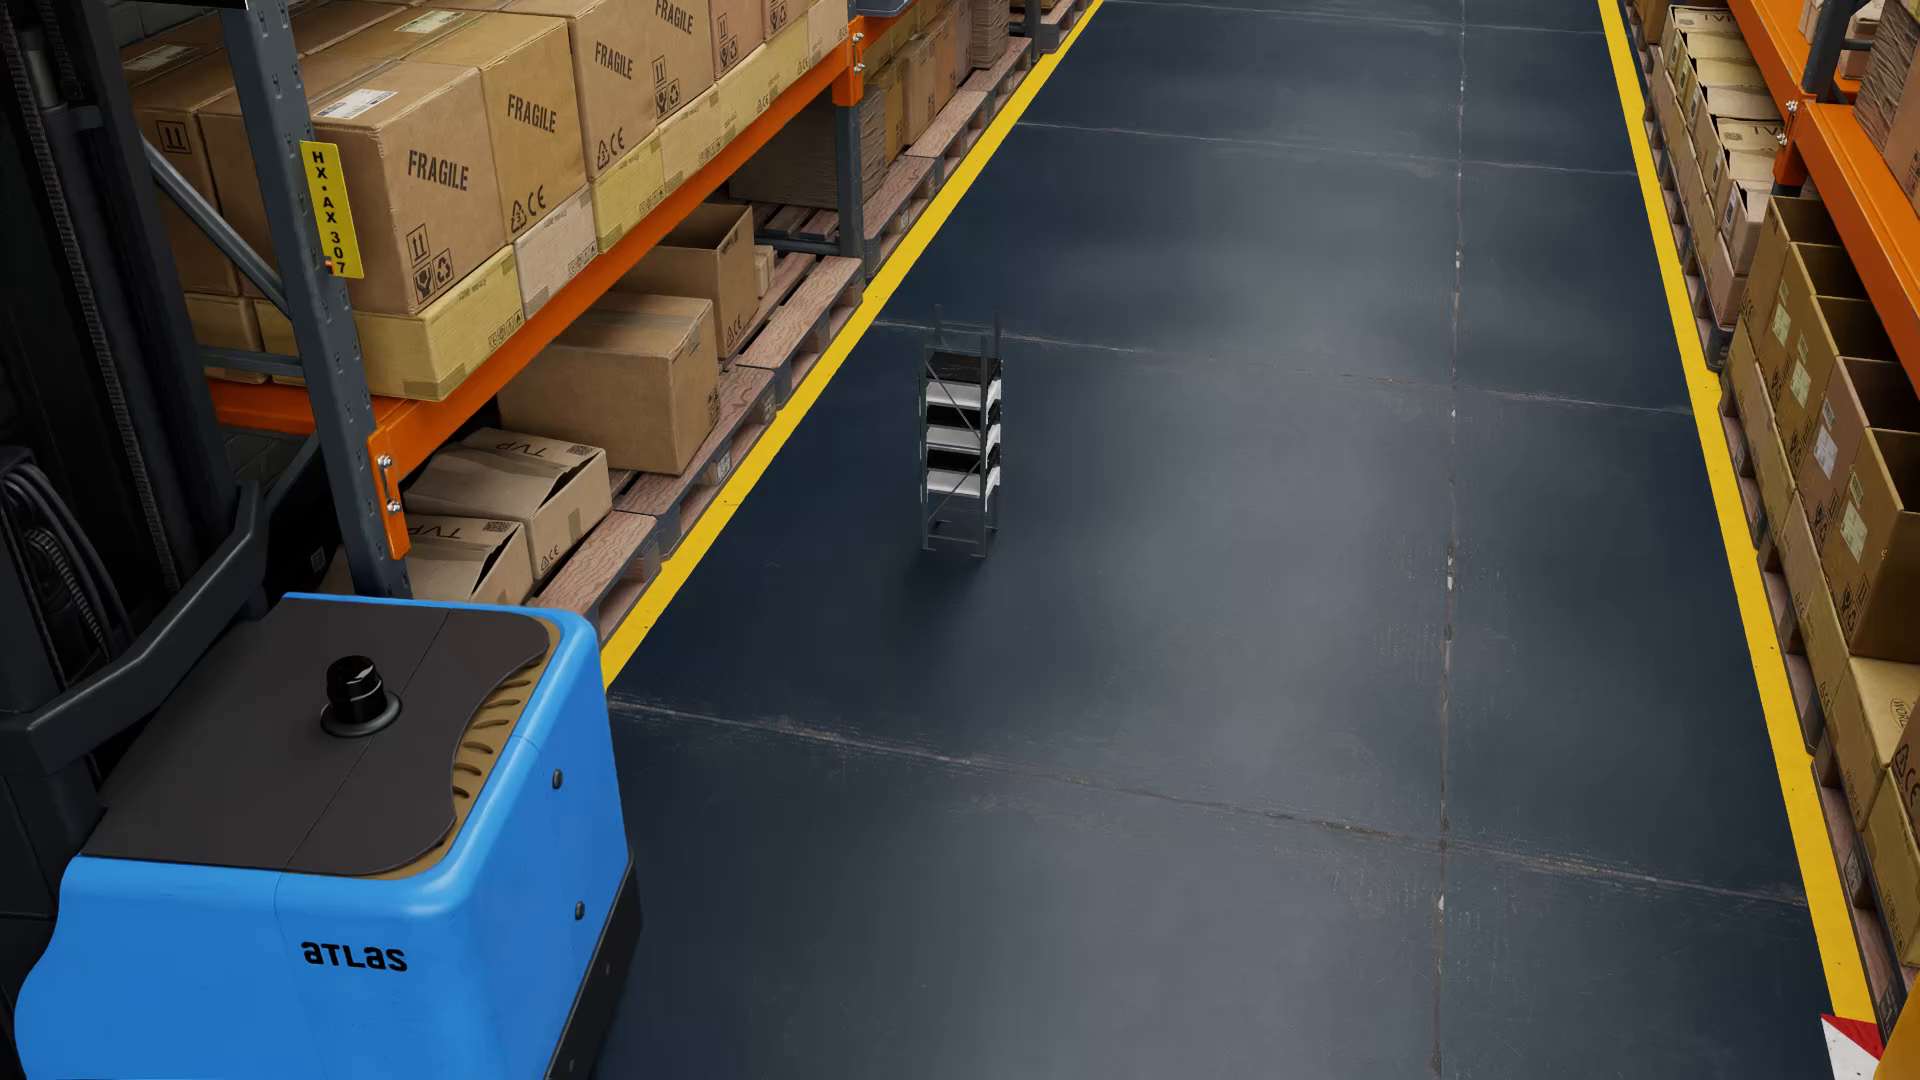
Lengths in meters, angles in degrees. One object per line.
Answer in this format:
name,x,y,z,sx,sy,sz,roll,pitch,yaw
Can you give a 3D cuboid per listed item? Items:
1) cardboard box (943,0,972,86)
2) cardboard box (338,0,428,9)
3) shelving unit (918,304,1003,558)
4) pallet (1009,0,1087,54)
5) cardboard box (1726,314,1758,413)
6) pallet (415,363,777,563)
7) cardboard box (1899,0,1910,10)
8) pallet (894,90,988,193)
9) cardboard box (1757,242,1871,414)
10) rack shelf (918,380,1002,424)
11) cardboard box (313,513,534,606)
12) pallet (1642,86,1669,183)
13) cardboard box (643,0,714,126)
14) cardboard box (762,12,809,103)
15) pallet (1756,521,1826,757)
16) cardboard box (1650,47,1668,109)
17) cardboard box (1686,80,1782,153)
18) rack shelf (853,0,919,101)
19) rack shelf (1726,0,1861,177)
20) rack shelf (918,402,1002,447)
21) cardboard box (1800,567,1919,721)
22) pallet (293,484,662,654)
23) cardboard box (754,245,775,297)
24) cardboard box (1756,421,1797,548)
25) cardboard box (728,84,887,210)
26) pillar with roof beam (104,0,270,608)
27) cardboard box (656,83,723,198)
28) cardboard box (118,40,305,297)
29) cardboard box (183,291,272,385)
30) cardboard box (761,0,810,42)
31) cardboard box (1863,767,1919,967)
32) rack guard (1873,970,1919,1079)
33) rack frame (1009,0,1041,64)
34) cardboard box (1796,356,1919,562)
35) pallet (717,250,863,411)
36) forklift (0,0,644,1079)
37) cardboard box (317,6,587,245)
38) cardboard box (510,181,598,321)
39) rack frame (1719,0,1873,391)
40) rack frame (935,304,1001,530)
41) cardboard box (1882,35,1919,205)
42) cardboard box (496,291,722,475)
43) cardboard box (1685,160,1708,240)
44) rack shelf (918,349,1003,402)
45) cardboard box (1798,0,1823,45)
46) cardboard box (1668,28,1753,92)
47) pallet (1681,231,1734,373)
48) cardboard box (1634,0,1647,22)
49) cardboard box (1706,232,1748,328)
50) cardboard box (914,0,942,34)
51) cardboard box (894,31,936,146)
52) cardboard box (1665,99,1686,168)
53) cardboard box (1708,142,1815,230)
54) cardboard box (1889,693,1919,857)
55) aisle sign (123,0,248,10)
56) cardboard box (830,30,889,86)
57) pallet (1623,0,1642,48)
cardboard box,-0.324,-3.119,10.280,0.700,0.500,0.500,8,33,12
cardboard box,-1.800,-1.533,5.287,0.500,0.500,0.500,7,33,11
shelving unit,0.002,-0.384,6.015,0.258,0.900,0.210,8,33,12
pallet,0.325,-3.842,12.097,1.003,0.211,1.213,8,33,12
cardboard box,3.418,-0.689,6.710,0.500,0.250,0.500,8,33,12
pallet,-1.407,-0.379,6.650,1.003,0.211,1.213,8,33,12
cardboard box,3.510,-1.945,5.815,0.380,0.149,0.250,8,33,13
pallet,-0.460,-2.407,9.839,1.003,0.211,1.213,8,33,12
cardboard box,3.289,-0.747,6.101,0.500,0.500,0.500,8,33,12
rack shelf,0.002,-0.508,5.937,0.258,0.077,0.200,8,33,12
cardboard box,-1.716,0.133,5.340,0.500,0.311,0.500,4,33,7
pallet,4.597,-2.349,9.748,1.003,0.211,1.213,8,33,12
cardboard box,-1.175,-1.729,5.596,0.500,0.500,0.500,9,34,14
cardboard box,-0.925,-1.945,6.635,0.500,0.250,0.500,8,33,13
pallet,3.279,0.347,5.508,1.003,0.211,1.213,8,33,12
cardboard box,4.427,-2.733,9.924,0.500,0.250,0.500,8,33,12
cardboard box,4.040,-2.164,8.508,0.500,0.311,0.500,8,33,12
rack shelf,-0.456,-3.279,9.282,1.077,0.370,4.000,8,33,12
rack shelf,4.337,-2.606,8.224,1.077,0.370,4.000,8,33,12
rack shelf,0.002,-0.432,5.985,0.258,0.077,0.200,8,33,12
cardboard box,2.905,0.348,5.079,0.500,0.250,0.500,8,33,12
pallet,-1.719,0.252,5.657,1.003,0.211,1.213,8,33,12
cardboard box,-1.070,-1.253,7.655,0.380,0.166,0.250,4,33,6
cardboard box,3.154,-0.172,5.896,0.500,0.250,0.500,8,33,12
cardboard box,-0.793,-2.059,8.614,0.700,0.500,0.500,9,34,14
pillar with roof beam,1.526,-2.895,2.417,9.100,9.000,0.400,8,33,12
cardboard box,-1.164,-1.421,5.810,0.500,0.250,0.500,8,33,13
cardboard box,-2.065,-1.004,4.455,0.500,0.500,0.500,8,33,12
cardboard box,-2.048,-0.683,4.649,0.500,0.250,0.500,8,33,13
cardboard box,-0.905,-2.259,6.429,0.500,0.500,0.500,8,33,12
cardboard box,2.664,0.868,4.260,0.500,0.250,0.500,8,33,12
rack guard,2.808,1.271,3.785,1.175,0.500,0.348,8,33,12
rack frame,0.052,-4.620,10.722,1.000,3.000,0.127,8,33,12
cardboard box,3.030,-0.229,5.286,0.500,0.500,0.500,8,33,12
pallet,-1.100,-1.014,7.649,1.003,0.211,1.213,8,33,12
forklift,-2.405,0.007,3.508,3.031,2.935,1.130,3,33,5
cardboard box,-1.432,-1.192,4.752,0.500,0.500,0.500,8,33,13
cardboard box,-1.430,-0.895,4.984,0.500,0.250,0.500,7,33,11
rack frame,3.829,-1.872,6.399,1.000,3.000,0.127,8,33,12
rack frame,0.028,-0.437,6.098,0.240,0.900,0.006,8,33,12
cardboard box,3.595,-1.408,5.576,0.700,0.500,0.500,8,33,12
cardboard box,-1.337,-0.616,6.343,0.700,0.500,0.500,6,33,9
cardboard box,3.913,-1.671,8.254,0.500,0.250,0.500,9,33,13
rack shelf,0.002,-0.584,5.888,0.258,0.077,0.200,8,33,12
cardboard box,3.874,-2.297,7.192,0.396,0.266,0.258,7,33,11
cardboard box,4.302,-2.696,9.343,0.500,0.311,0.500,7,33,11
pallet,3.978,-1.083,7.757,1.003,0.211,1.213,8,33,12
cardboard box,4.986,-3.864,11.452,0.500,0.500,0.500,7,33,11
cardboard box,3.654,-1.143,7.424,0.500,0.250,0.500,8,33,12
cardboard box,-0.412,-3.132,9.601,0.500,0.250,0.500,8,33,12
cardboard box,-0.542,-2.594,9.454,0.700,0.500,0.500,8,33,13
cardboard box,4.174,-2.201,9.088,0.500,0.250,0.500,7,33,11
cardboard box,3.780,-1.646,7.691,0.500,0.311,0.500,9,34,14
cardboard box,2.662,0.552,4.059,0.500,0.500,0.500,8,33,12
aisle sign,-1.707,-1.488,3.371,0.394,0.787,0.004,8,33,12
cardboard box,-0.684,-2.605,8.773,0.500,0.250,0.500,7,33,11
pallet,5.382,-3.784,12.006,1.003,0.211,1.213,8,33,12
